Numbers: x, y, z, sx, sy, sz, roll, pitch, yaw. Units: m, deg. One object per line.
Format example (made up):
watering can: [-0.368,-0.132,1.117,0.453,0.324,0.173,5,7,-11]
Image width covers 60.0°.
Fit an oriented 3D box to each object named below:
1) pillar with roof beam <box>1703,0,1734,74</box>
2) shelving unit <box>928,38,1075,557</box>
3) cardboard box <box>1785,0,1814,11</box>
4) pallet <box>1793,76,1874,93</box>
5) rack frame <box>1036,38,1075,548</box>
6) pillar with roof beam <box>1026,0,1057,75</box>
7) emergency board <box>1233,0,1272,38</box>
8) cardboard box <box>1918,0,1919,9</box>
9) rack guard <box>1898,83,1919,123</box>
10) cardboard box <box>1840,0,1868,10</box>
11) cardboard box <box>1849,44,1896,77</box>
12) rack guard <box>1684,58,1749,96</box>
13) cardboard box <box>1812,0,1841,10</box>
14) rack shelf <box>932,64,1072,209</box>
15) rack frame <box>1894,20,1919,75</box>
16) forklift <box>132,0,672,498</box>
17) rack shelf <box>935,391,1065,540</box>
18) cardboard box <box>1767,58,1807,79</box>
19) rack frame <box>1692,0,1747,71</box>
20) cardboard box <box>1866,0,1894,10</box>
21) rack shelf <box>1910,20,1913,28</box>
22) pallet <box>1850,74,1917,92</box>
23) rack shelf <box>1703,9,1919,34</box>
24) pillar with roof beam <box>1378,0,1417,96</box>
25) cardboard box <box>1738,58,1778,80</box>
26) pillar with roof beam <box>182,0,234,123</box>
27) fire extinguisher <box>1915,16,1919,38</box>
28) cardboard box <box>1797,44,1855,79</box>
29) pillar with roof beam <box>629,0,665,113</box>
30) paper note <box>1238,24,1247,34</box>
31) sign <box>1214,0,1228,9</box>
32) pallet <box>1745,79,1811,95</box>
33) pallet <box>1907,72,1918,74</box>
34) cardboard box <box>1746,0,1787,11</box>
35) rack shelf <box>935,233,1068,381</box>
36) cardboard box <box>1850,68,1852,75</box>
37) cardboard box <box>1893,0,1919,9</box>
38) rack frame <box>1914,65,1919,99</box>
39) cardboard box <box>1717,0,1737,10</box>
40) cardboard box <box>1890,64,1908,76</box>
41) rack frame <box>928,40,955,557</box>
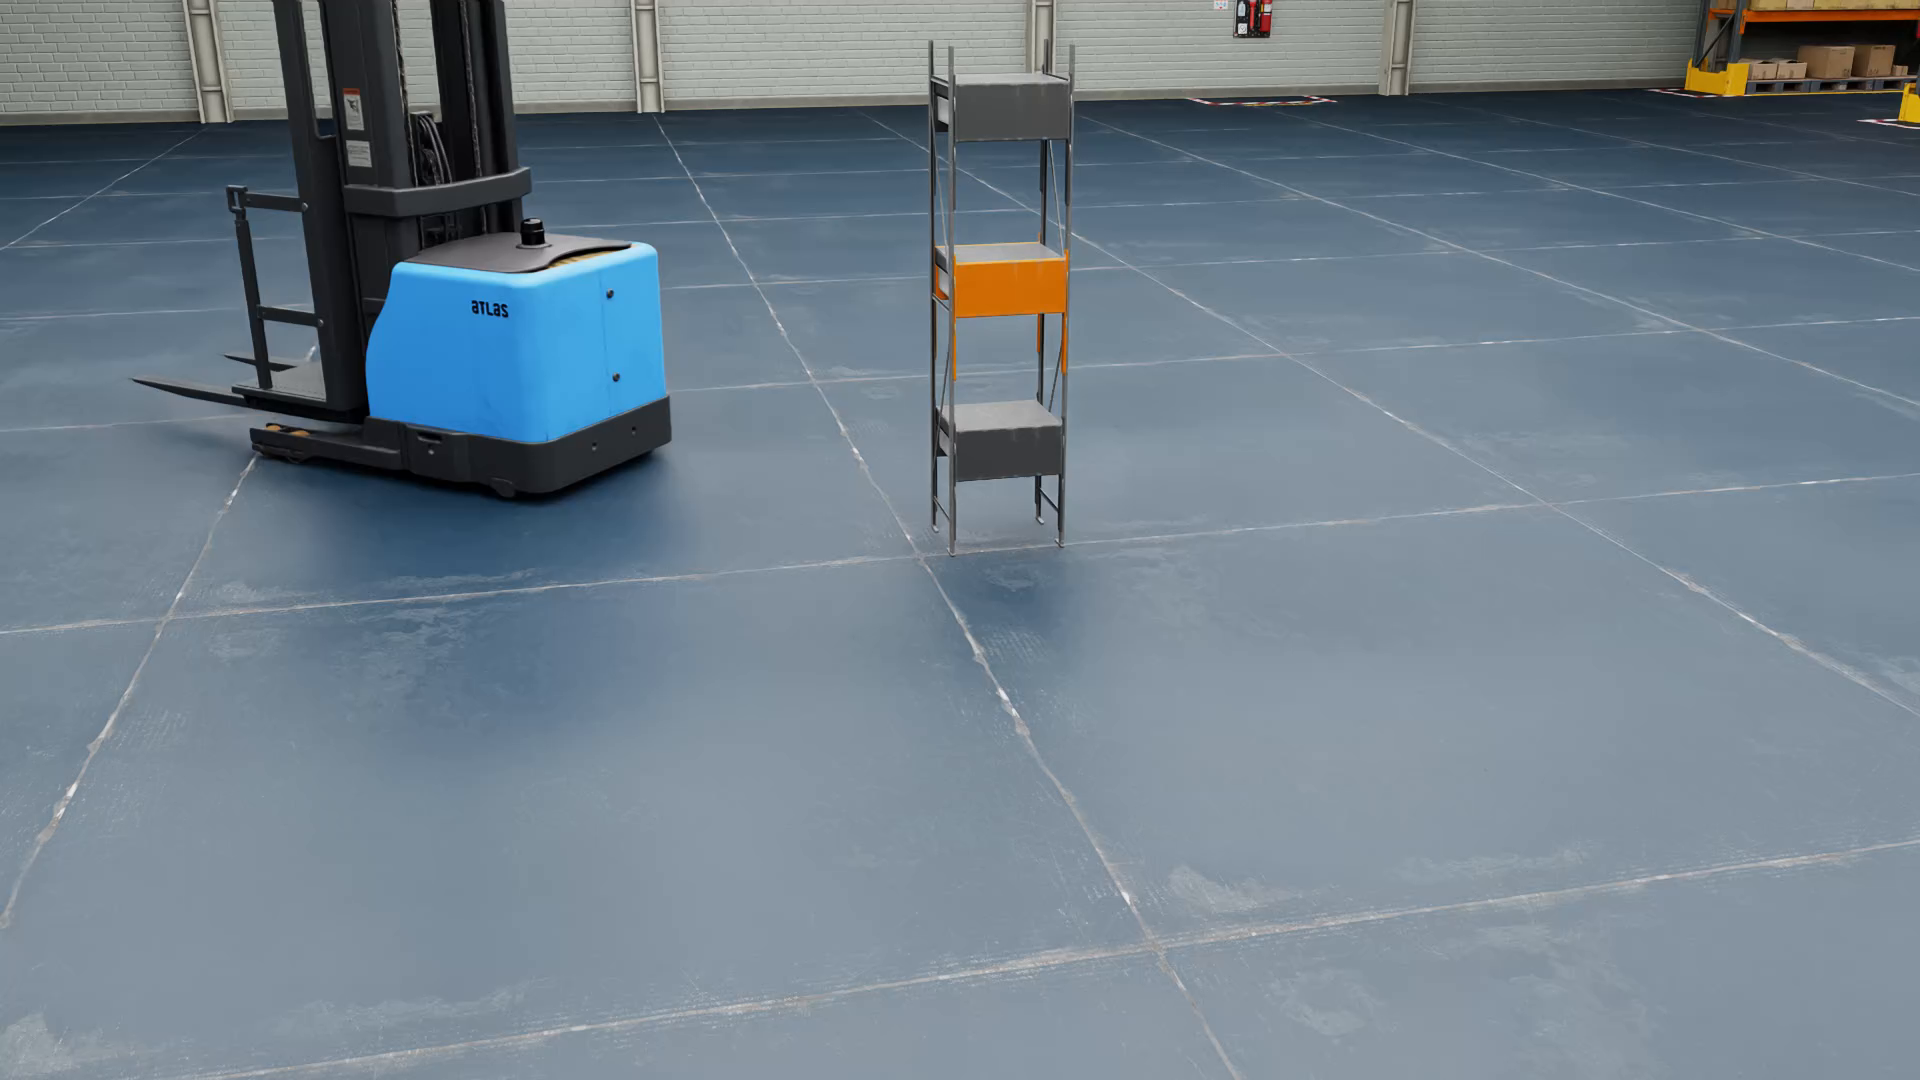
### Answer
pillar with roof beam: [13.922,-10.561,23.062,0.400,9.000,9.100,-5,21,-12]
shelving unit: [0.161,-0.999,6.989,0.503,2.100,0.431,-5,21,-12]
cardboard box: [13.499,-8.757,27.049,0.500,0.250,0.500,-5,21,-14]
pallet: [14.507,-7.684,27.985,1.213,0.211,1.003,-5,21,-12]
rack frame: [0.399,-1.018,7.042,0.015,2.100,0.400,-5,21,-12]
pillar with roof beam: [2.244,-9.611,20.469,0.400,9.000,9.100,-5,21,-12]
emergency board: [4.679,-8.527,26.232,0.643,1.169,0.194,-5,21,-12]
cardboard box: [15.951,-8.956,27.593,0.500,0.250,0.500,-5,21,-12]
rack guard: [13.569,-6.006,22.985,0.348,0.500,1.175,-5,21,-12]
cardboard box: [14.489,-8.835,27.260,0.500,0.250,0.500,-4,21,-12]
cardboard box: [15.341,-8.094,28.043,0.500,0.500,0.500,-6,21,-17]
rack guard: [12.523,-7.672,27.532,0.348,0.500,1.175,-5,21,-12]
cardboard box: [13.996,-8.795,27.153,0.500,0.250,0.500,-5,21,-13]
rack shelf: [0.161,-1.644,6.753,0.480,0.518,0.431,-5,21,-12]
rack frame: [16.342,-9.156,27.950,0.127,3.000,1.000,-5,21,-12]
forklift: [-3.021,-1.910,8.269,3.031,2.935,1.130,10,22,25]
rack shelf: [0.161,-0.329,7.235,0.480,0.518,0.431,-5,21,-12]
cardboard box: [13.698,-7.854,27.663,0.500,0.311,0.500,-3,20,-8]
rack frame: [12.449,-8.840,27.086,0.127,3.000,1.000,-5,21,-12]
cardboard box: [14.978,-8.875,27.370,0.500,0.250,0.500,-5,21,-13]
rack shelf: [18.288,-8.977,28.506,4.000,0.370,1.077,-5,21,-12]
pallet: [15.696,-7.782,28.252,1.213,0.211,1.003,-5,21,-12]
rack shelf: [14.396,-8.660,27.642,4.000,0.370,1.077,-5,21,-12]
pillar with roof beam: [8.083,-10.086,21.765,0.400,9.000,9.100,-5,21,-12]
cardboard box: [13.143,-7.809,27.540,0.500,0.311,0.500,-7,21,-19]
pillar with roof beam: [-9.434,-8.661,17.876,0.400,9.000,9.100,-5,21,-12]
fire extinguisher: [13.371,-7.292,22.972,0.183,0.674,0.296,-5,21,-12]
cardboard box: [14.423,-7.984,27.743,0.500,0.500,0.700,-6,21,-16]
pillar with roof beam: [-3.595,-9.136,19.172,0.400,9.000,9.100,-5,21,-12]
paper note: [4.491,-8.123,26.408,0.142,0.148,0.016,-5,21,-12]
sign: [4.117,-8.535,26.200,0.234,0.329,0.001,-5,21,-12]
pallet: [13.322,-7.589,27.725,1.213,0.211,1.003,-5,21,-12]
pallet: [17.099,-7.909,28.599,1.213,0.211,1.003,-5,21,-12]
cardboard box: [12.997,-8.711,26.923,0.500,0.250,0.500,-5,21,-14]
rack shelf: [0.161,-0.986,6.994,0.480,0.518,0.431,-5,21,-12]
cardboard box: [14.781,-7.905,28.037,0.250,0.149,0.380,-6,21,-17]
cardboard box: [15.464,-8.920,27.493,0.500,0.250,0.500,-5,21,-12]
rack frame: [13.593,-7.182,22.560,0.127,3.000,1.000,-5,21,-12]
cardboard box: [12.859,-8.881,27.386,0.500,0.250,0.500,-4,21,-12]
cardboard box: [15.828,-7.980,28.219,0.250,0.166,0.380,-7,21,-20]
rack frame: [-0.076,-0.980,6.936,0.015,2.100,0.400,-5,21,-12]
